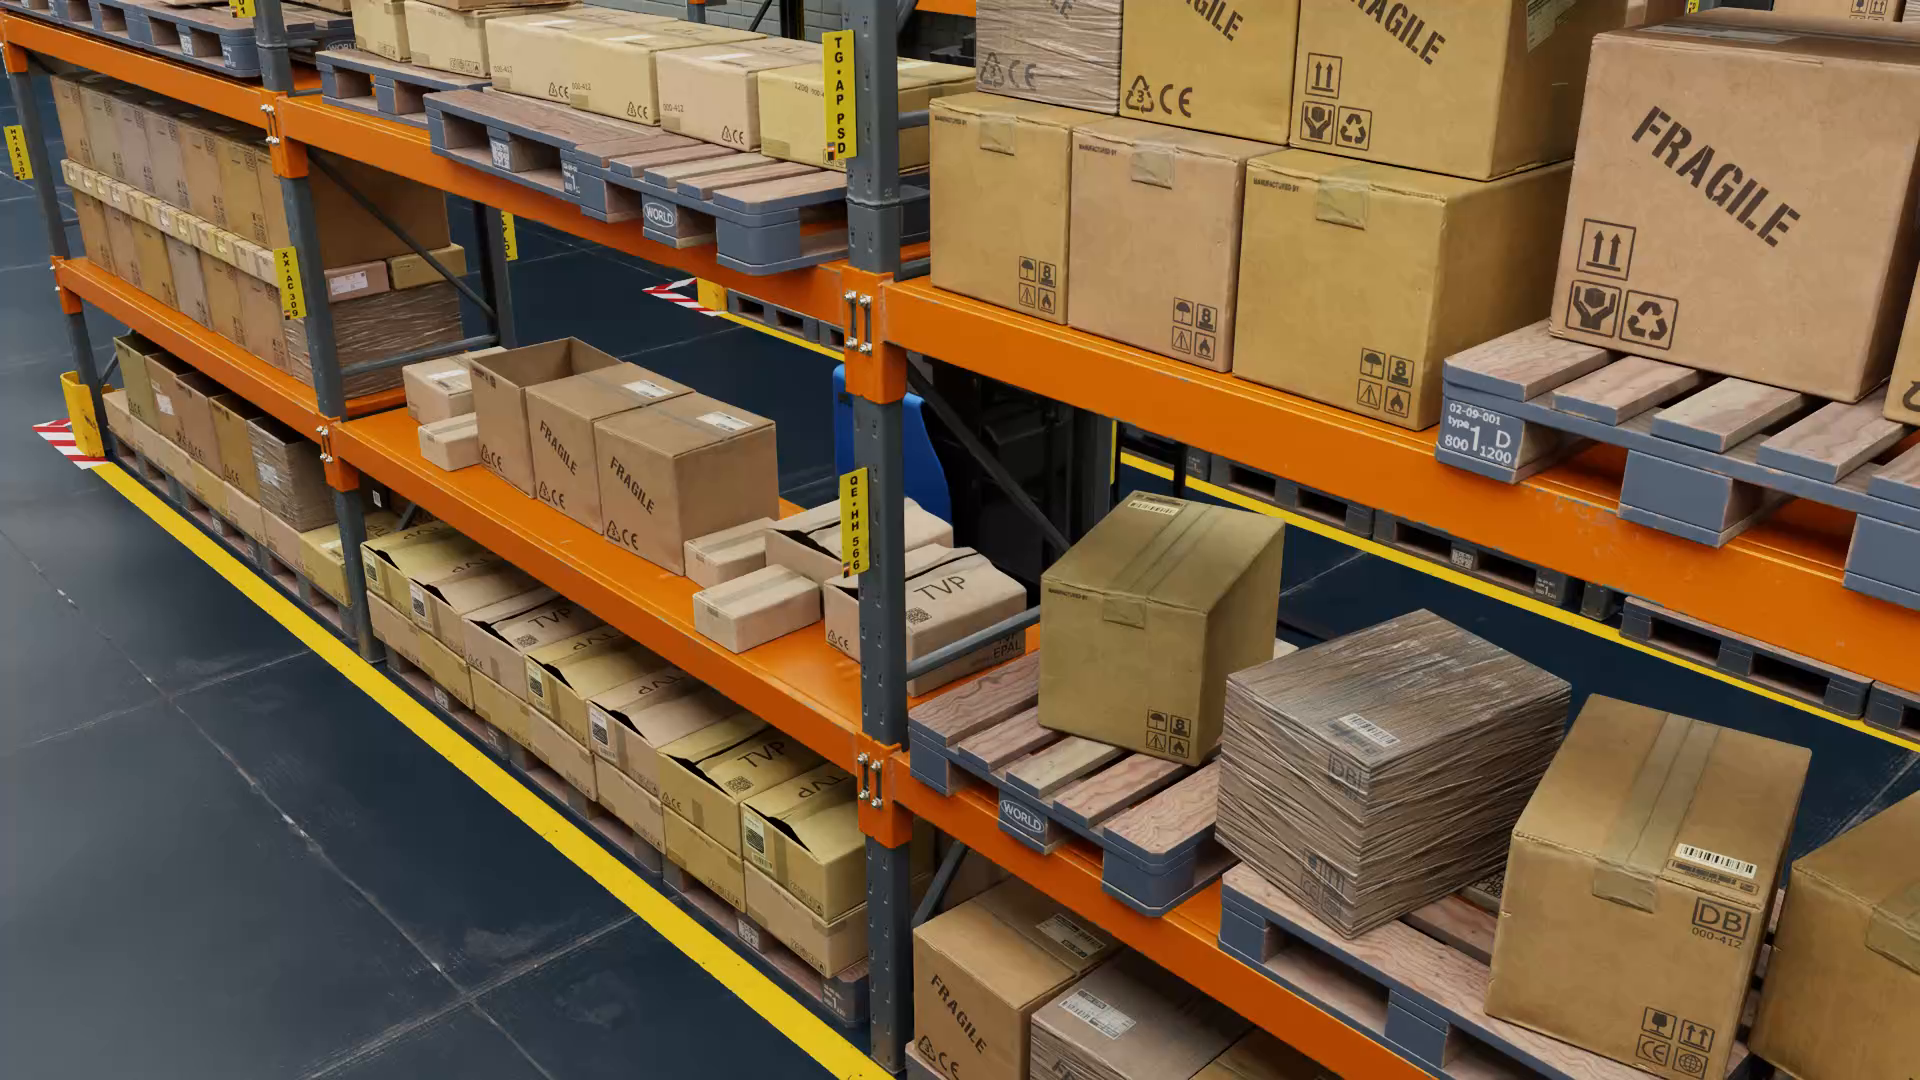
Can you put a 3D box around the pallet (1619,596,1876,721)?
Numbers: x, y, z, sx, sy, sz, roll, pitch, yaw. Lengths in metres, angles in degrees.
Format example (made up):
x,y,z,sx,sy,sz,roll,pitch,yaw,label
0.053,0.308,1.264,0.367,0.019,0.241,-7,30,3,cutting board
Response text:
x,y,z,sx,sy,sz,roll,pitch,yaw,label
4.193,0.442,8.526,1.003,0.211,1.213,-21,32,-38,pallet

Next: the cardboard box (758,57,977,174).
x,y,z,sx,sy,sz,roll,pitch,yaw,label
-0.255,-1.289,5.022,0.500,0.250,0.500,21,32,38,cardboard box

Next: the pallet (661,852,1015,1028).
x,y,z,sx,sy,sz,roll,pitch,yaw,label
-0.438,1.328,6.584,1.003,0.211,1.213,-21,32,-38,pallet

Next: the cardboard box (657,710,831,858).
x,y,z,sx,sy,sz,roll,pitch,yaw,label
-0.802,0.880,6.337,0.500,0.311,0.500,-22,32,-39,cardboard box

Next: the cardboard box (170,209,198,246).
x,y,z,sx,sy,sz,roll,pitch,yaw,label
-4.030,-1.719,9.002,0.380,0.149,0.250,-20,31,-37,cardboard box

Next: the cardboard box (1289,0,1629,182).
x,y,z,sx,sy,sz,roll,pitch,yaw,label
1.087,-1.102,3.613,0.500,0.500,0.500,-21,32,-38,cardboard box

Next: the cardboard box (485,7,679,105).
x,y,z,sx,sy,sz,roll,pitch,yaw,label
-1.376,-1.783,6.105,0.500,0.250,0.500,20,32,37,cardboard box

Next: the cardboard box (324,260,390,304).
x,y,z,sx,sy,sz,roll,pitch,yaw,label
-2.980,-1.254,7.983,0.380,0.149,0.250,-21,32,-38,cardboard box

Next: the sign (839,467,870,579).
x,y,z,sx,sy,sz,roll,pitch,yaw,label
-0.307,-0.048,4.847,0.100,0.325,0.005,-21,32,-38,sign

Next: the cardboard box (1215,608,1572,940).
x,y,z,sx,sy,sz,roll,pitch,yaw,label
1.095,0.574,4.252,0.700,0.500,0.500,-15,28,-29,cardboard box

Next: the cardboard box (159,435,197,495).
x,y,z,sx,sy,sz,roll,pitch,yaw,label
-4.482,-0.516,10.074,0.500,0.250,0.500,-21,32,-38,cardboard box

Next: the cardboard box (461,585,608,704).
x,y,z,sx,sy,sz,roll,pitch,yaw,label
-1.844,0.418,7.350,0.500,0.311,0.500,23,33,40,cardboard box

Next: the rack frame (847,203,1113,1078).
x,y,z,sx,sy,sz,roll,pitch,yaw,label
0.096,0.320,5.435,1.000,3.000,0.127,-21,32,-38,rack frame

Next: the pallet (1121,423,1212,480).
x,y,z,sx,sy,sz,roll,pitch,yaw,label
1.509,-0.794,11.236,1.003,0.211,1.213,-21,32,-38,pallet

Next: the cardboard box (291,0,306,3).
x,y,z,sx,sy,sz,roll,pitch,yaw,label
-3.159,-2.862,8.228,0.500,0.311,0.500,22,32,39,cardboard box

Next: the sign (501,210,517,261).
x,y,z,sx,sy,sz,roll,pitch,yaw,label
-2.248,-1.540,8.211,0.100,0.325,0.005,-21,32,-38,sign

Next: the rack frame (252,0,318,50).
x,y,z,sx,sy,sz,roll,pitch,yaw,label
-2.638,-3.621,6.846,1.000,3.000,0.127,-21,32,-38,rack frame

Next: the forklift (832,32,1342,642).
x,y,z,sx,sy,sz,roll,pitch,yaw,label
0.630,-1.013,8.440,1.130,2.935,3.031,-21,32,-38,forklift

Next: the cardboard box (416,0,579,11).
x,y,z,sx,sy,sz,roll,pitch,yaw,label
-1.839,-2.357,6.459,0.500,0.500,0.500,-18,30,-34,cardboard box

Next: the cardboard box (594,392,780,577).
x,y,z,sx,sy,sz,roll,pitch,yaw,label
-1.063,-0.229,6.518,0.500,0.500,0.500,22,32,39,cardboard box

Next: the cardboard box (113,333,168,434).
x,y,z,sx,sy,sz,roll,pitch,yaw,label
-4.824,-1.008,10.250,0.500,0.500,0.500,-21,32,-38,cardboard box

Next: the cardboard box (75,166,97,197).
x,y,z,sx,sy,sz,roll,pitch,yaw,label
-5.078,-2.185,10.024,0.380,0.149,0.250,-22,33,-40,cardboard box

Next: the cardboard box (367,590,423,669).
x,y,z,sx,sy,sz,roll,pitch,yaw,label
-2.543,0.361,8.153,0.500,0.250,0.500,-22,33,-40,cardboard box

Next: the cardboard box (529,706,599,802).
x,y,z,sx,sy,sz,roll,pitch,yaw,label
-1.492,0.826,7.132,0.500,0.250,0.500,-20,32,-38,cardboard box

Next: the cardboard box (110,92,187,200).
x,y,z,sx,sy,sz,roll,pitch,yaw,label
-4.317,-2.268,9.424,0.700,0.500,0.500,-21,32,-38,cardboard box

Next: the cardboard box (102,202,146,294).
x,y,z,sx,sy,sz,roll,pitch,yaw,label
-4.700,-1.846,10.063,0.700,0.500,0.500,-20,31,-37,cardboard box

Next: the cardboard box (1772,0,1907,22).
x,y,z,sx,sy,sz,roll,pitch,yaw,label
4.077,-2.569,7.503,0.500,0.500,0.700,21,32,38,cardboard box

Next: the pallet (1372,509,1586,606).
x,y,z,sx,sy,sz,roll,pitch,yaw,label
3.177,-0.055,9.616,1.003,0.211,1.213,-21,32,-38,pallet

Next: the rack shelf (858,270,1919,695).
x,y,z,sx,sy,sz,roll,pitch,yaw,label
1.463,-0.111,3.633,1.077,0.370,4.000,-21,32,-38,rack shelf

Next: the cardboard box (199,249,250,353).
x,y,z,sx,sy,sz,roll,pitch,yaw,label
-3.651,-1.381,9.043,0.700,0.500,0.500,-21,32,-38,cardboard box

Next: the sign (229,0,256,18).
x,y,z,sx,sy,sz,roll,pitch,yaw,label
-3.042,-2.370,6.999,0.100,0.325,0.005,-21,32,-38,sign

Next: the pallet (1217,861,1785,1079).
x,y,z,sx,sy,sz,roll,pitch,yaw,label
1.429,0.995,4.186,1.003,0.211,1.213,-21,32,-38,pallet

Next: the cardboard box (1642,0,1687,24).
x,y,z,sx,sy,sz,roll,pitch,yaw,label
3.385,-2.789,8.491,0.500,0.500,0.500,-21,32,-38,cardboard box

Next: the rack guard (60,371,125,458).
x,y,z,sx,sy,sz,roll,pitch,yaw,label
-5.388,-0.974,11.282,1.175,0.500,0.348,-21,32,-38,rack guard

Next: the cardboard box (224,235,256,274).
x,y,z,sx,sy,sz,roll,pitch,yaw,label
-3.509,-1.487,8.495,0.380,0.149,0.250,-21,32,-39,cardboard box

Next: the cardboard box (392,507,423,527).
x,y,z,sx,sy,sz,roll,pitch,yaw,label
-2.733,-0.058,9.071,0.500,0.250,0.500,-21,32,-38,cardboard box

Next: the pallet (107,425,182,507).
x,y,z,sx,sy,sz,roll,pitch,yaw,label
-4.818,-0.615,10.844,1.003,0.211,1.213,-21,32,-38,pallet

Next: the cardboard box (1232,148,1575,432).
x,y,z,sx,sy,sz,roll,pitch,yaw,label
1.123,-0.656,3.838,0.910,0.500,0.500,-21,32,-38,cardboard box

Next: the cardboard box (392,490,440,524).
x,y,z,sx,sy,sz,roll,pitch,yaw,label
-2.726,-0.402,8.922,0.500,0.500,0.500,-21,32,-38,cardboard box

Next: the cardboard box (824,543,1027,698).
x,y,z,sx,sy,sz,roll,pitch,yaw,label
-0.121,0.238,5.722,0.500,0.311,0.500,-19,31,-35,cardboard box

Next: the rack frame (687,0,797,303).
x,y,z,sx,sy,sz,roll,pitch,yaw,label
-1.758,-3.510,13.830,1.000,3.000,0.127,-21,32,-38,rack frame

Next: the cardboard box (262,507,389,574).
x,y,z,sx,sy,sz,roll,pitch,yaw,label
-3.449,-0.065,9.085,0.500,0.250,0.500,-21,32,-38,cardboard box

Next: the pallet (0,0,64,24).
x,y,z,sx,sy,sz,roll,pitch,yaw,label
-4.907,-3.207,9.658,1.003,0.211,1.213,-21,32,-38,pallet

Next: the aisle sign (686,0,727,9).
x,y,z,sx,sy,sz,roll,pitch,yaw,label
-2.026,-4.630,13.152,0.394,0.787,0.004,-21,32,-38,aisle sign

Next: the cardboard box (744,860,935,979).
x,y,z,sx,sy,sz,roll,pitch,yaw,label
-0.441,1.290,6.116,0.500,0.250,0.500,-20,31,-37,cardboard box

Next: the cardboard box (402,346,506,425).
x,y,z,sx,sy,sz,roll,pitch,yaw,label
-2.269,-0.687,7.822,0.500,0.250,0.500,-19,31,-35,cardboard box

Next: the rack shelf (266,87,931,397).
x,y,z,sx,sy,sz,roll,pitch,yaw,label
-1.271,-1.323,6.289,1.077,0.370,4.000,-21,32,-38,rack shelf

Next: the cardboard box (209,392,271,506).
x,y,z,sx,sy,sz,roll,pitch,yaw,label
-3.792,-0.557,9.260,0.500,0.500,0.500,-21,32,-38,cardboard box

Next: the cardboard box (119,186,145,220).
x,y,z,sx,sy,sz,roll,pitch,yaw,label
-4.554,-1.952,9.513,0.250,0.149,0.380,23,33,40,cardboard box

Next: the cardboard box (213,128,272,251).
x,y,z,sx,sy,sz,roll,pitch,yaw,label
-3.292,-1.813,8.427,0.700,0.500,0.500,-21,32,-39,cardboard box

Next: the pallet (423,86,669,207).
x,y,z,sx,sy,sz,roll,pitch,yaw,label
-1.199,-1.477,5.987,1.003,0.211,1.213,-19,31,-36,pallet

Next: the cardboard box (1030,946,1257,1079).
x,y,z,sx,sy,sz,roll,pitch,yaw,label
0.561,1.633,5.038,0.500,0.500,0.500,22,33,40,cardboard box
